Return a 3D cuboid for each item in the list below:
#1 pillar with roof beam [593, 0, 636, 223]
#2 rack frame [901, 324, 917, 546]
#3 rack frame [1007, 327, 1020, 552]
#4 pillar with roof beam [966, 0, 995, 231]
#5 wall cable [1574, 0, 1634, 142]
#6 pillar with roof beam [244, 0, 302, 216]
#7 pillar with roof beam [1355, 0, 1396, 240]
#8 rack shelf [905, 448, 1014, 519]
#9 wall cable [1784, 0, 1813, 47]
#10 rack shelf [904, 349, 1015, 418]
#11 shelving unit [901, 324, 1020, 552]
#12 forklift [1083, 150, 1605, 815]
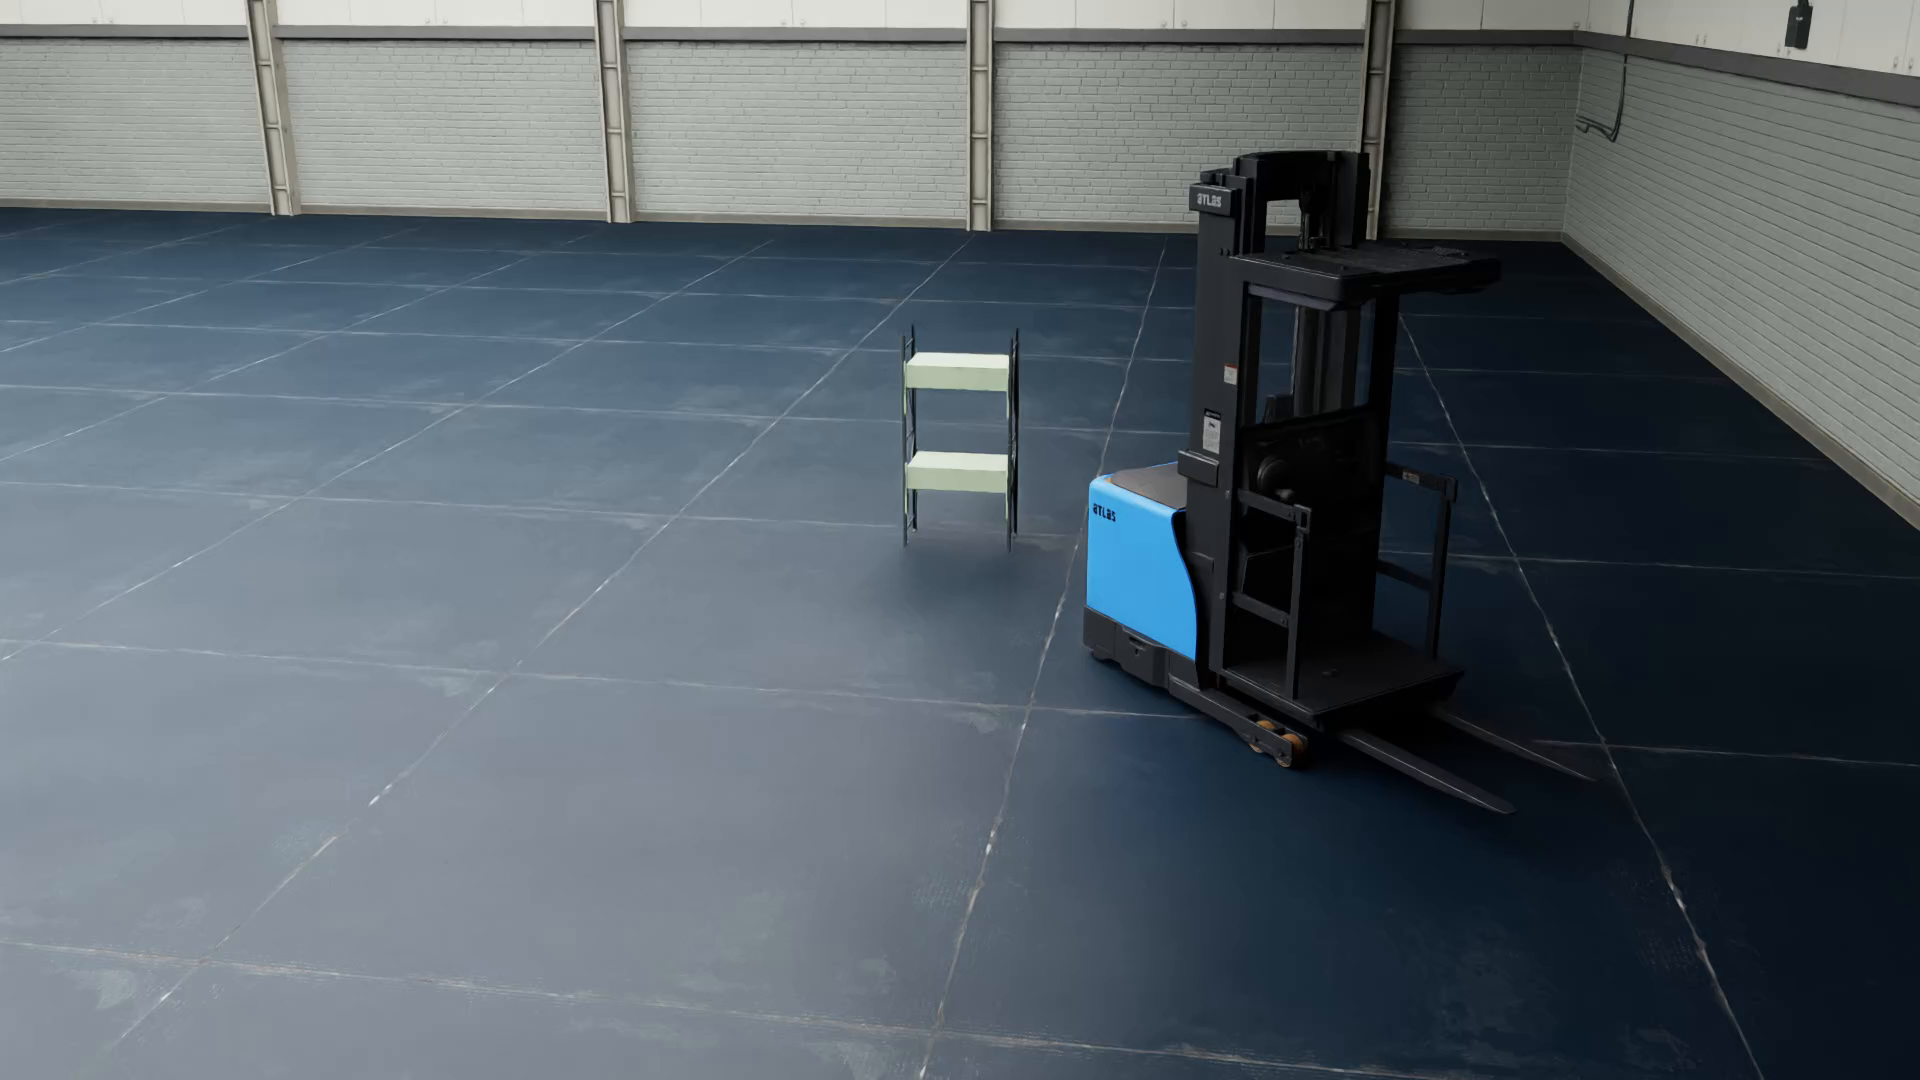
[{"bbox_3d":[-6.285,-8.198,22.121,0.400,9.000,9.100,3,19,9],"label":"pillar with roof beam"},{"bbox_3d":[-0.355,-0.729,11.619,0.023,1.500,0.400,3,19,9],"label":"rack frame"},{"bbox_3d":[0.368,-0.692,11.509,0.023,1.500,0.400,3,19,9],"label":"rack frame"},{"bbox_3d":[-0.361,-7.896,21.218,0.400,9.000,9.100,3,19,9],"label":"pillar with roof beam"},{"bbox_3d":[8.945,-6.907,23.158,0.112,2.526,3.097,3,19,9],"label":"wall cable"},{"bbox_3d":[-12.209,-8.499,23.023,0.400,9.000,9.100,3,19,9],"label":"pillar with roof beam"},{"bbox_3d":[5.563,-7.594,20.316,0.400,9.000,9.100,3,19,9],"label":"pillar with roof beam"},{"bbox_3d":[0.007,-0.402,11.668,0.720,0.370,0.431,3,19,9],"label":"rack shelf"},{"bbox_3d":[7.423,-7.019,13.239,0.169,6.003,2.305,3,19,9],"label":"wall cable"},{"bbox_3d":[0.007,-1.081,11.440,0.720,0.370,0.431,3,19,9],"label":"rack shelf"},{"bbox_3d":[0.007,-0.711,11.564,0.755,1.500,0.431,3,19,9],"label":"shelving unit"},{"bbox_3d":[1.931,-0.414,8.422,1.130,2.935,3.031,-11,22,-30],"label":"forklift"}]
